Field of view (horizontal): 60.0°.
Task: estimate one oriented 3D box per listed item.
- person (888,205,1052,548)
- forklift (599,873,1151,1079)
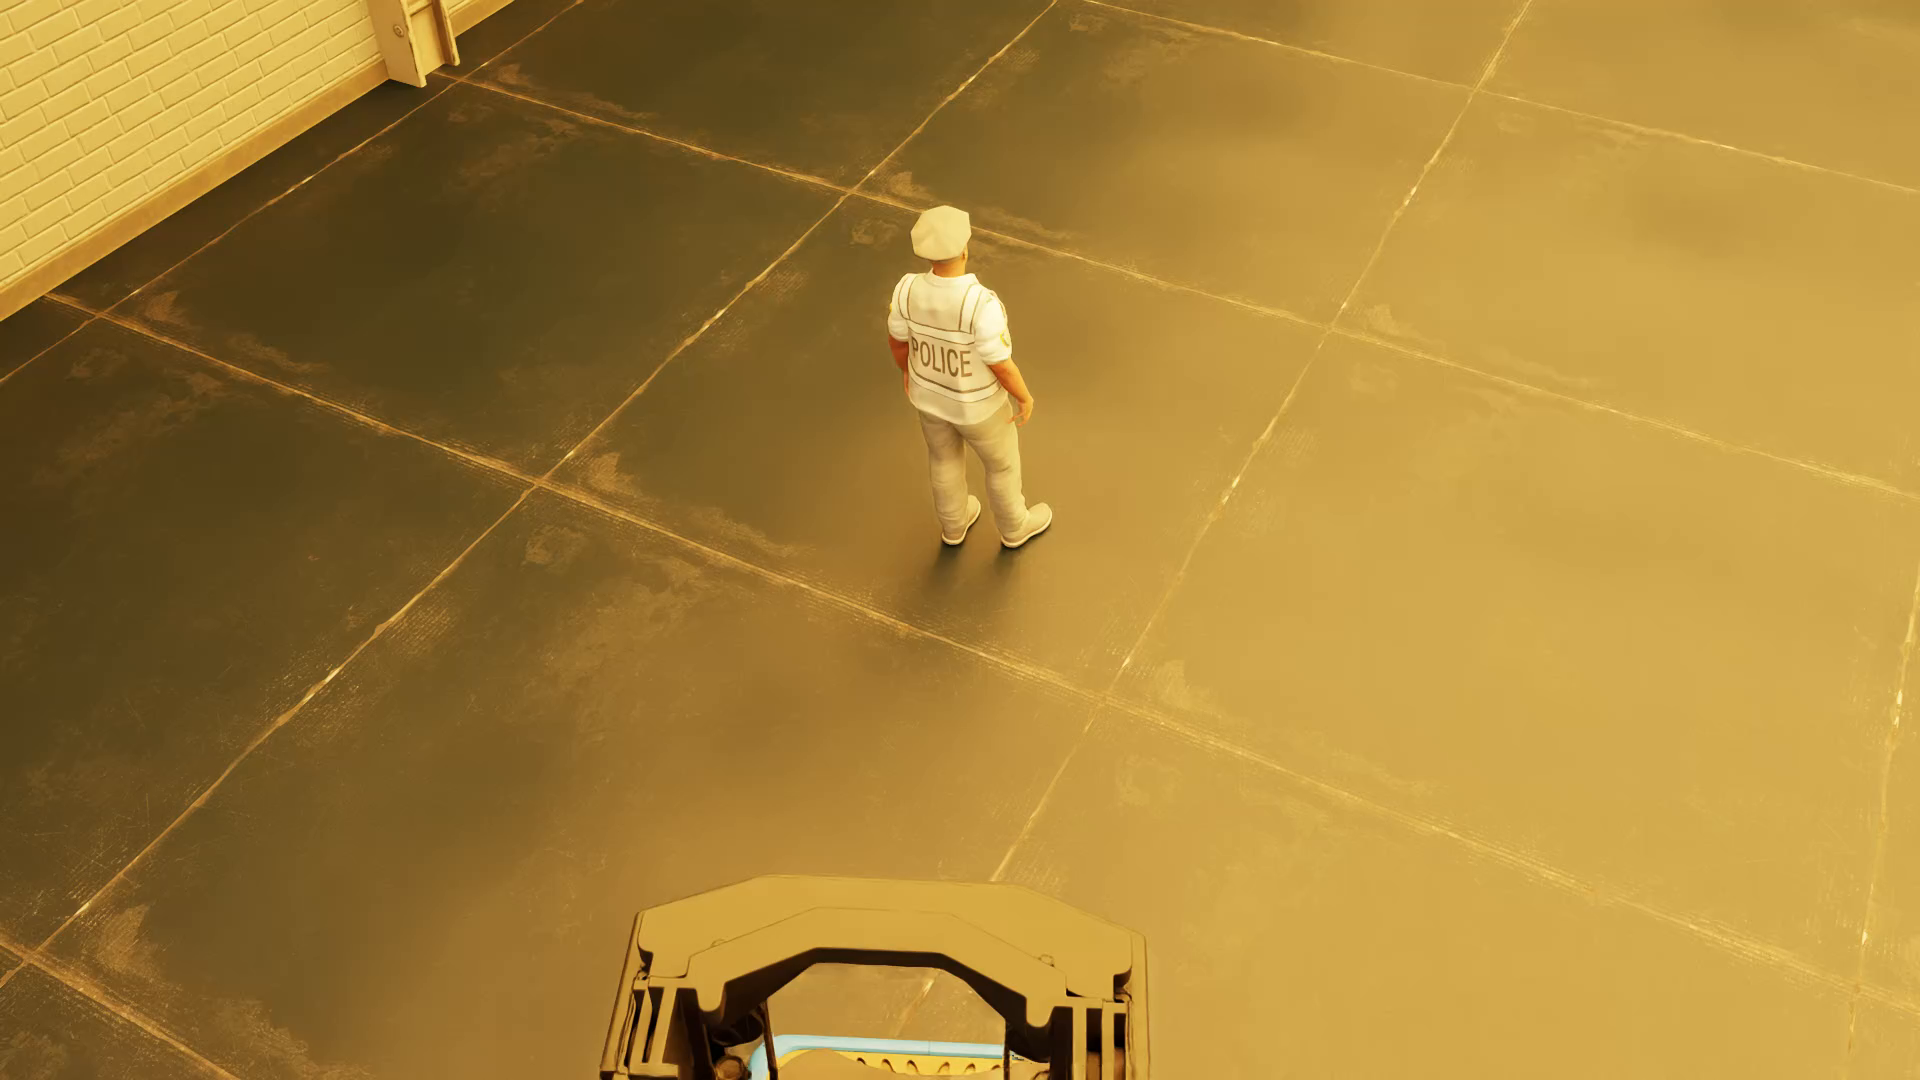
[{"bbox_3d":[0.047,-0.697,7.221,0.640,1.781,0.575,20,47,20],"label":"person"},{"bbox_3d":[-0.167,2.151,3.371,1.130,2.935,3.031,2,43,2],"label":"forklift"}]
